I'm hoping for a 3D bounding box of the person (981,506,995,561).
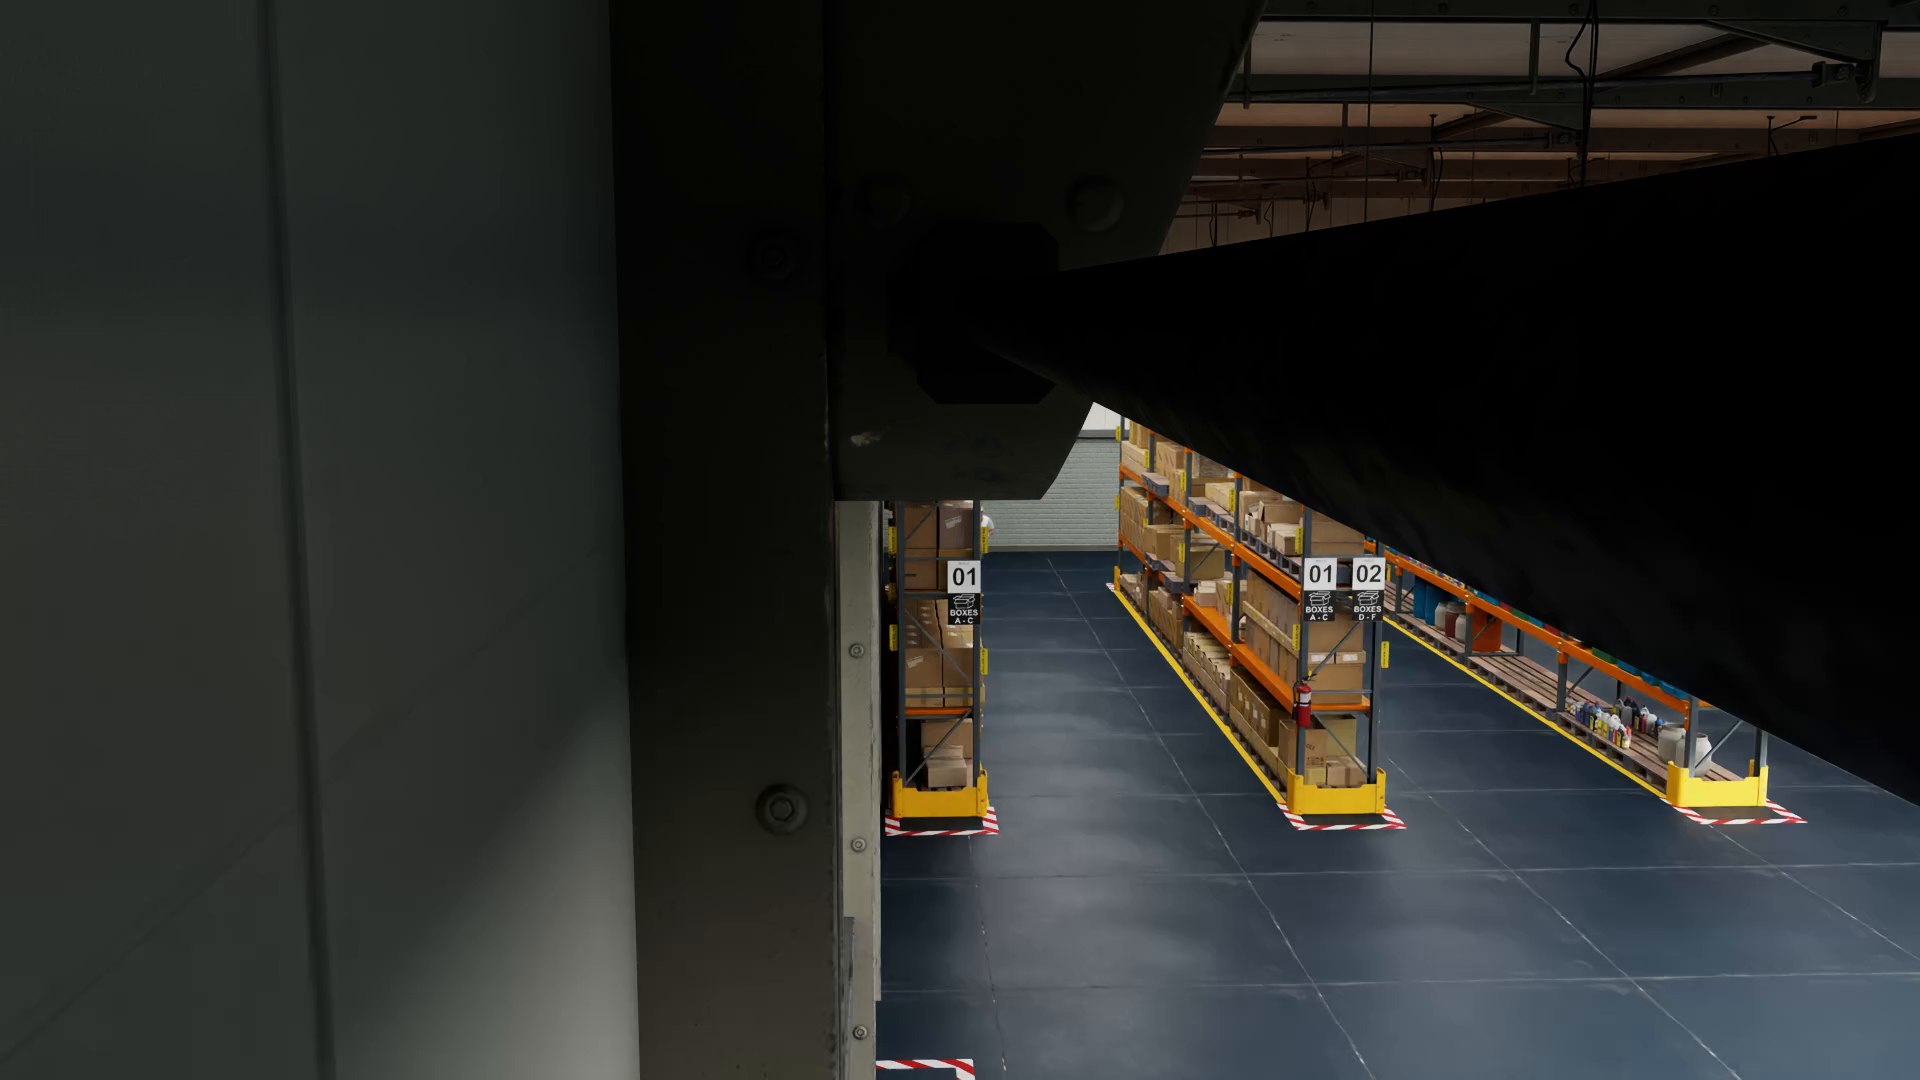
[{"bbox_3d":[0.403,0.080,37.527,0.699,1.777,0.991,-2,8,-14],"label":"person"}]
